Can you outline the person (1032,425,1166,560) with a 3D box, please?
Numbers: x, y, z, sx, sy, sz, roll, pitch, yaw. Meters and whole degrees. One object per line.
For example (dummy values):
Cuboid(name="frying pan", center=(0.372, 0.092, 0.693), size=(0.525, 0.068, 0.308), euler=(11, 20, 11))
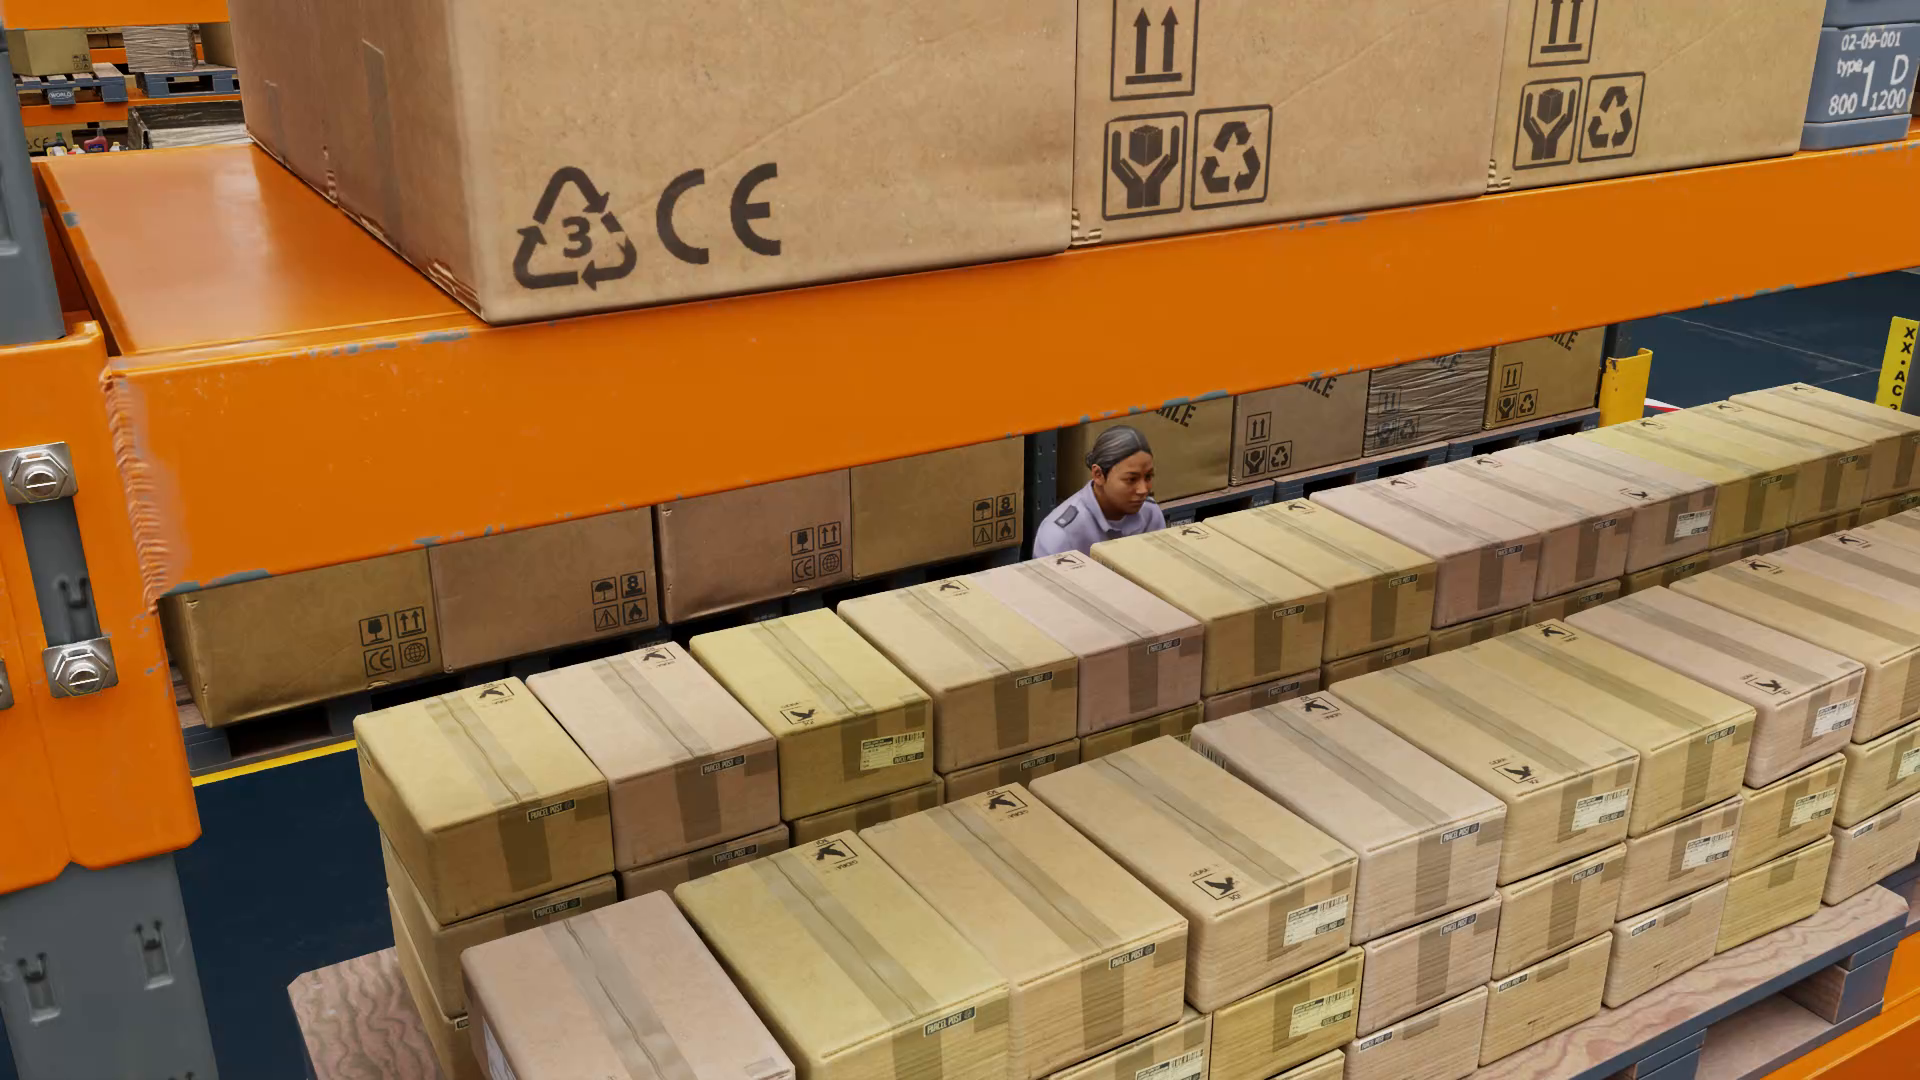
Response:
Cuboid(name="person", center=(0.399, 0.430, 5.027), size=(0.560, 1.652, 0.366), euler=(-14, 26, -30))
